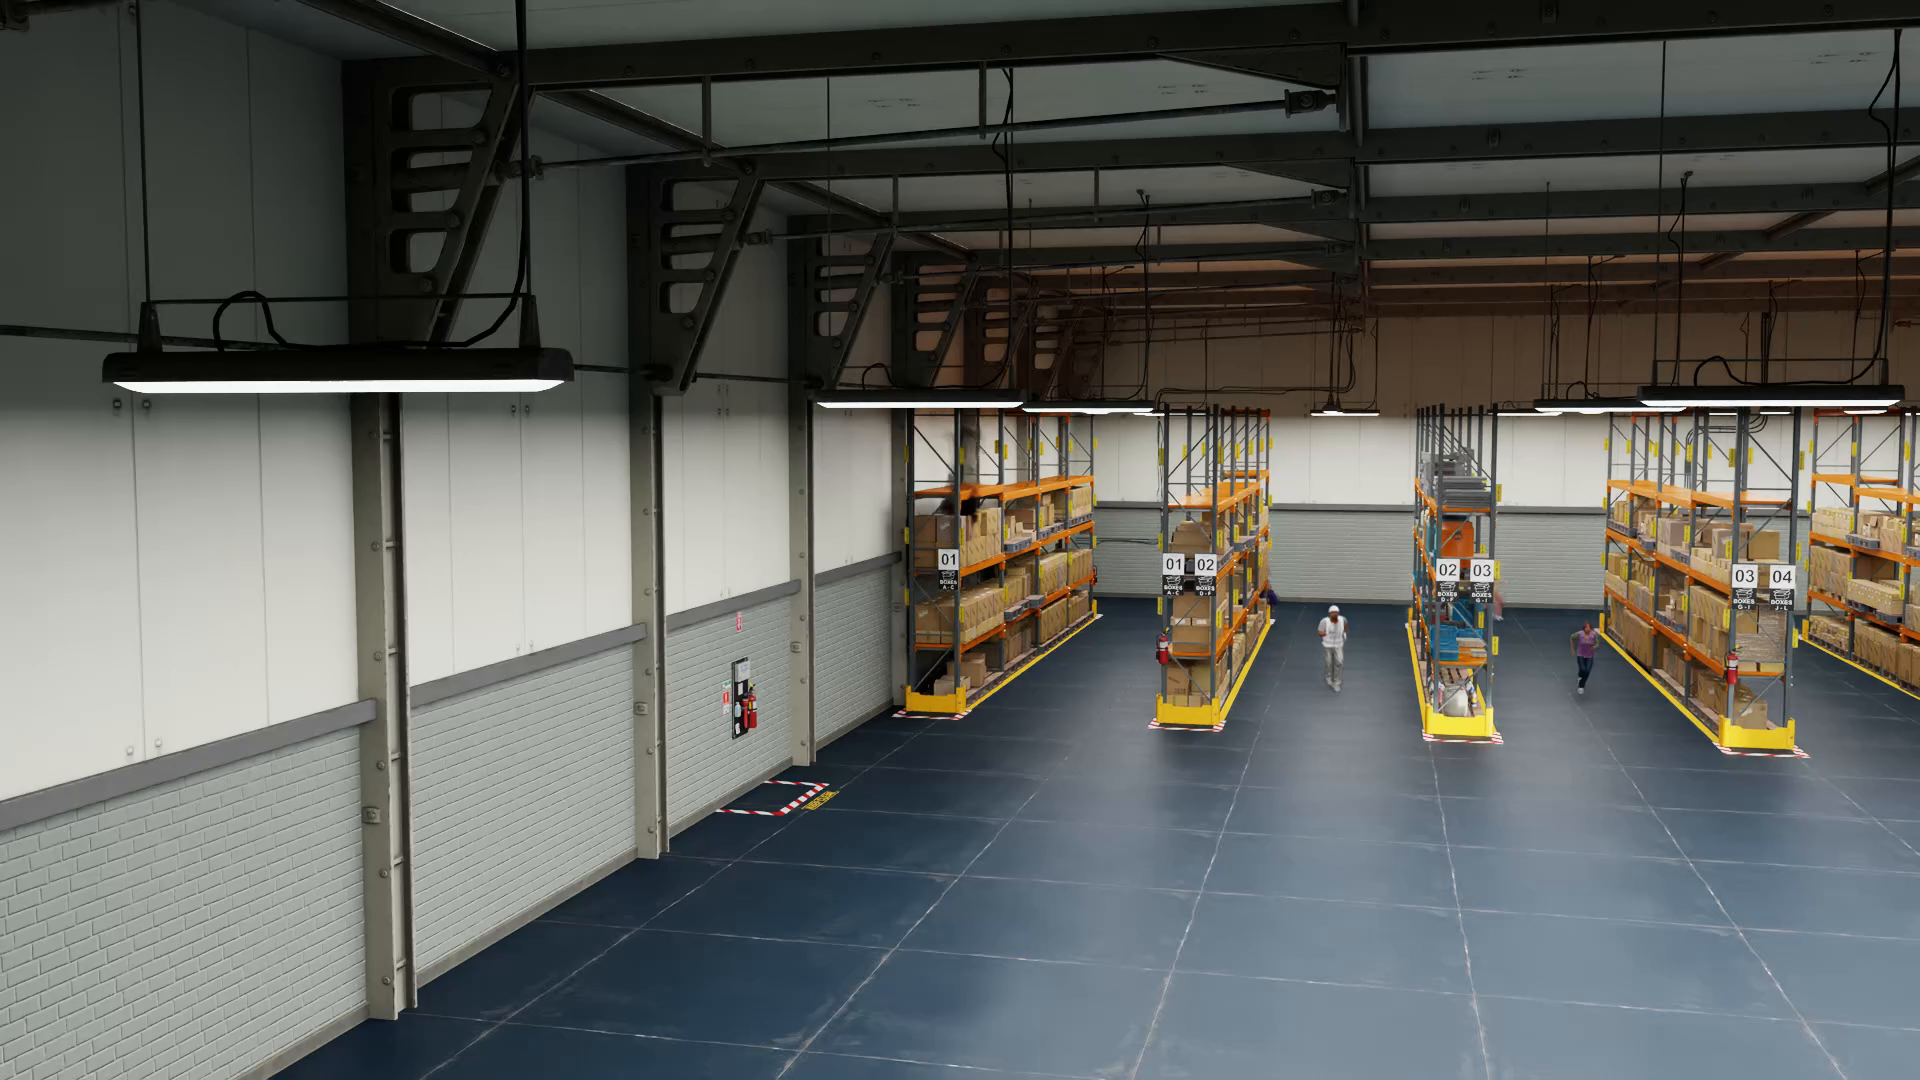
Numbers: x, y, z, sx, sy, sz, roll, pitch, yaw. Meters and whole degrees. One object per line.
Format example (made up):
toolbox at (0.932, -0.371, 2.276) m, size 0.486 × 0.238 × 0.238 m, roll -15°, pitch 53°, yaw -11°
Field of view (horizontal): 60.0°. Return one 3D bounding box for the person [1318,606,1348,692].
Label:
person at (7.881, 2.290, 35.166) m, size 0.658 × 1.843 × 0.877 m, roll 0°, pitch 4°, yaw 5°

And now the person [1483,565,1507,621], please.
person at (15.195, 1.446, 47.511) m, size 0.852 × 1.703 × 0.498 m, roll 2°, pitch 5°, yaw 28°

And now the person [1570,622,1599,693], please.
person at (13.002, 2.452, 34.606) m, size 0.525 × 1.527 × 0.655 m, roll 1°, pitch 4°, yaw 9°

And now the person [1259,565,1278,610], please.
person at (8.770, 1.451, 47.582) m, size 0.597 × 1.621 × 0.623 m, roll 2°, pitch 5°, yaw 24°
